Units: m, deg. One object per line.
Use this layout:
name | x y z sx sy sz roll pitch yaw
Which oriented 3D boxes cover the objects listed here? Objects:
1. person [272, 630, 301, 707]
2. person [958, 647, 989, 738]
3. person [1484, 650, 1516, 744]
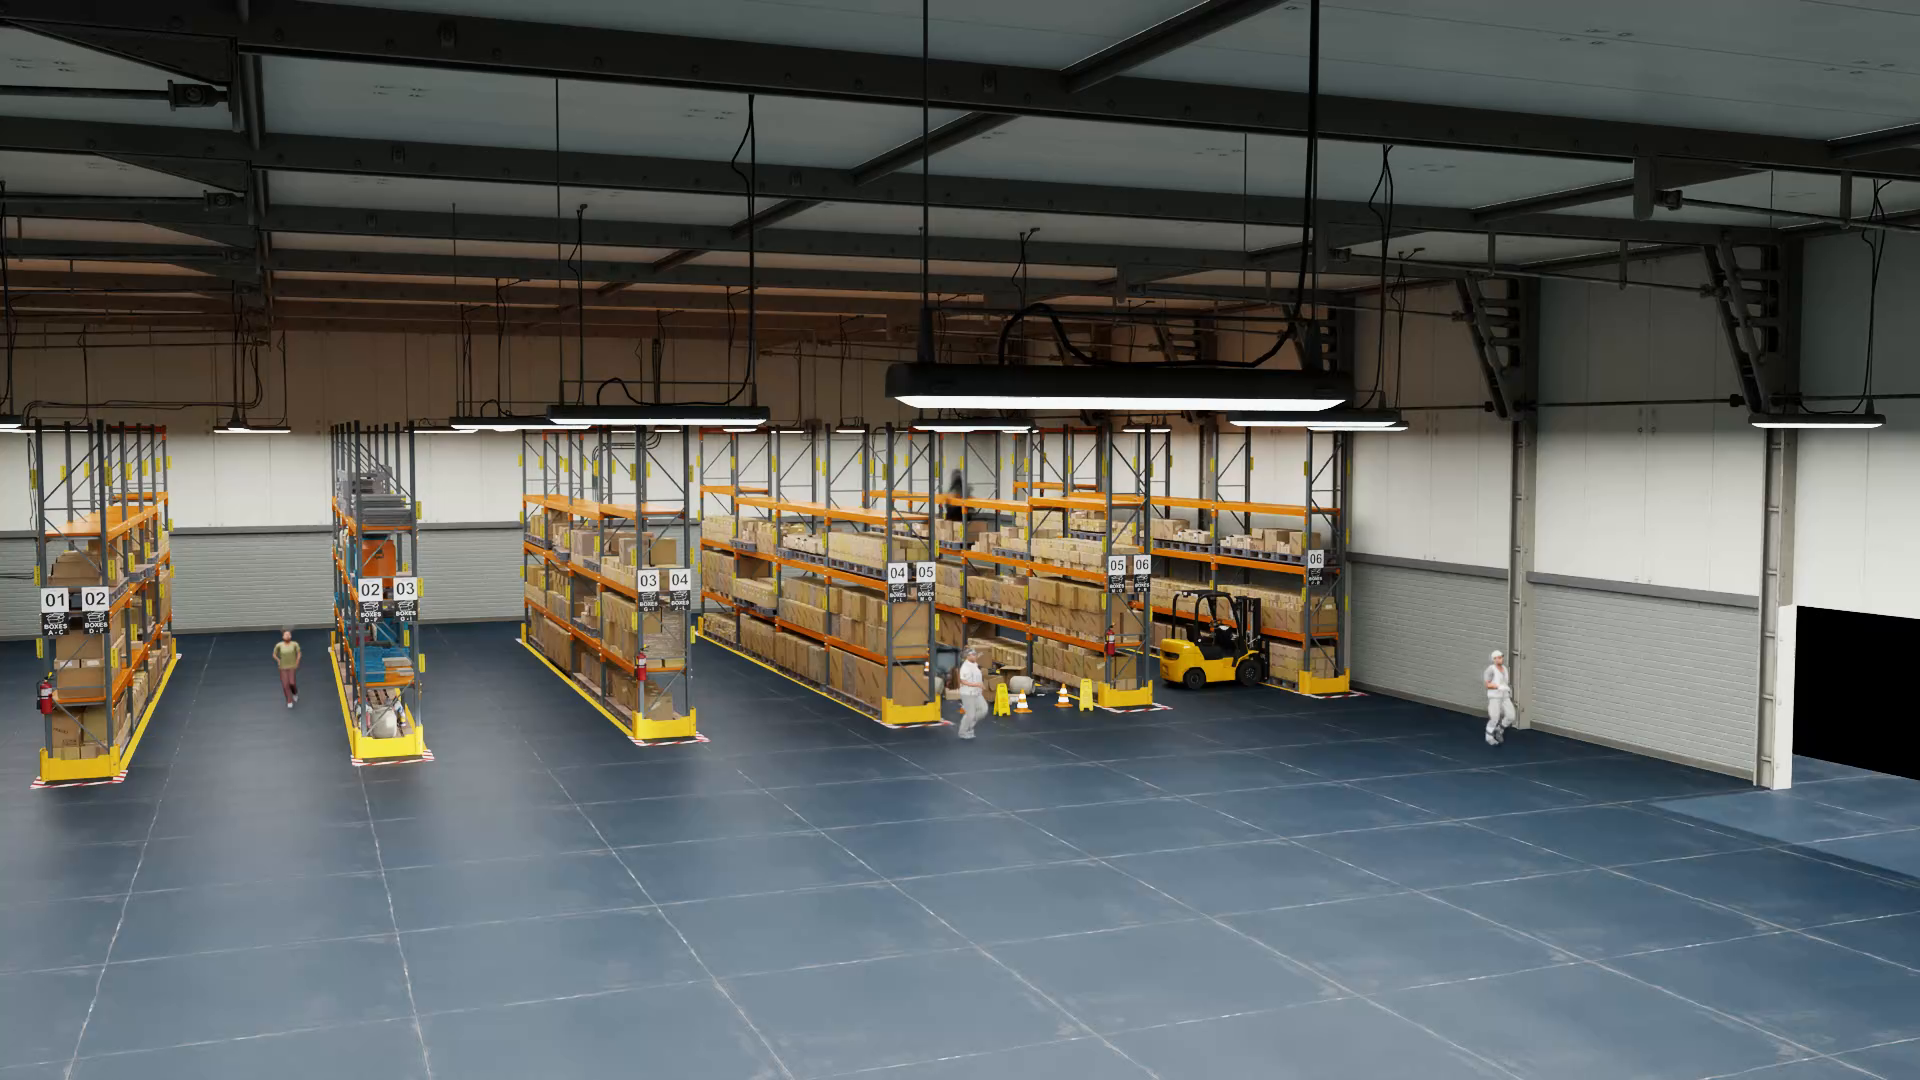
person | -14.225 2.714 35.149 0.567 1.641 0.573 -1 4 -22
person | 0.261 2.885 31.368 0.634 1.752 0.638 2 4 28
person | 9.965 2.912 30.655 0.641 1.746 0.640 -1 4 -22
